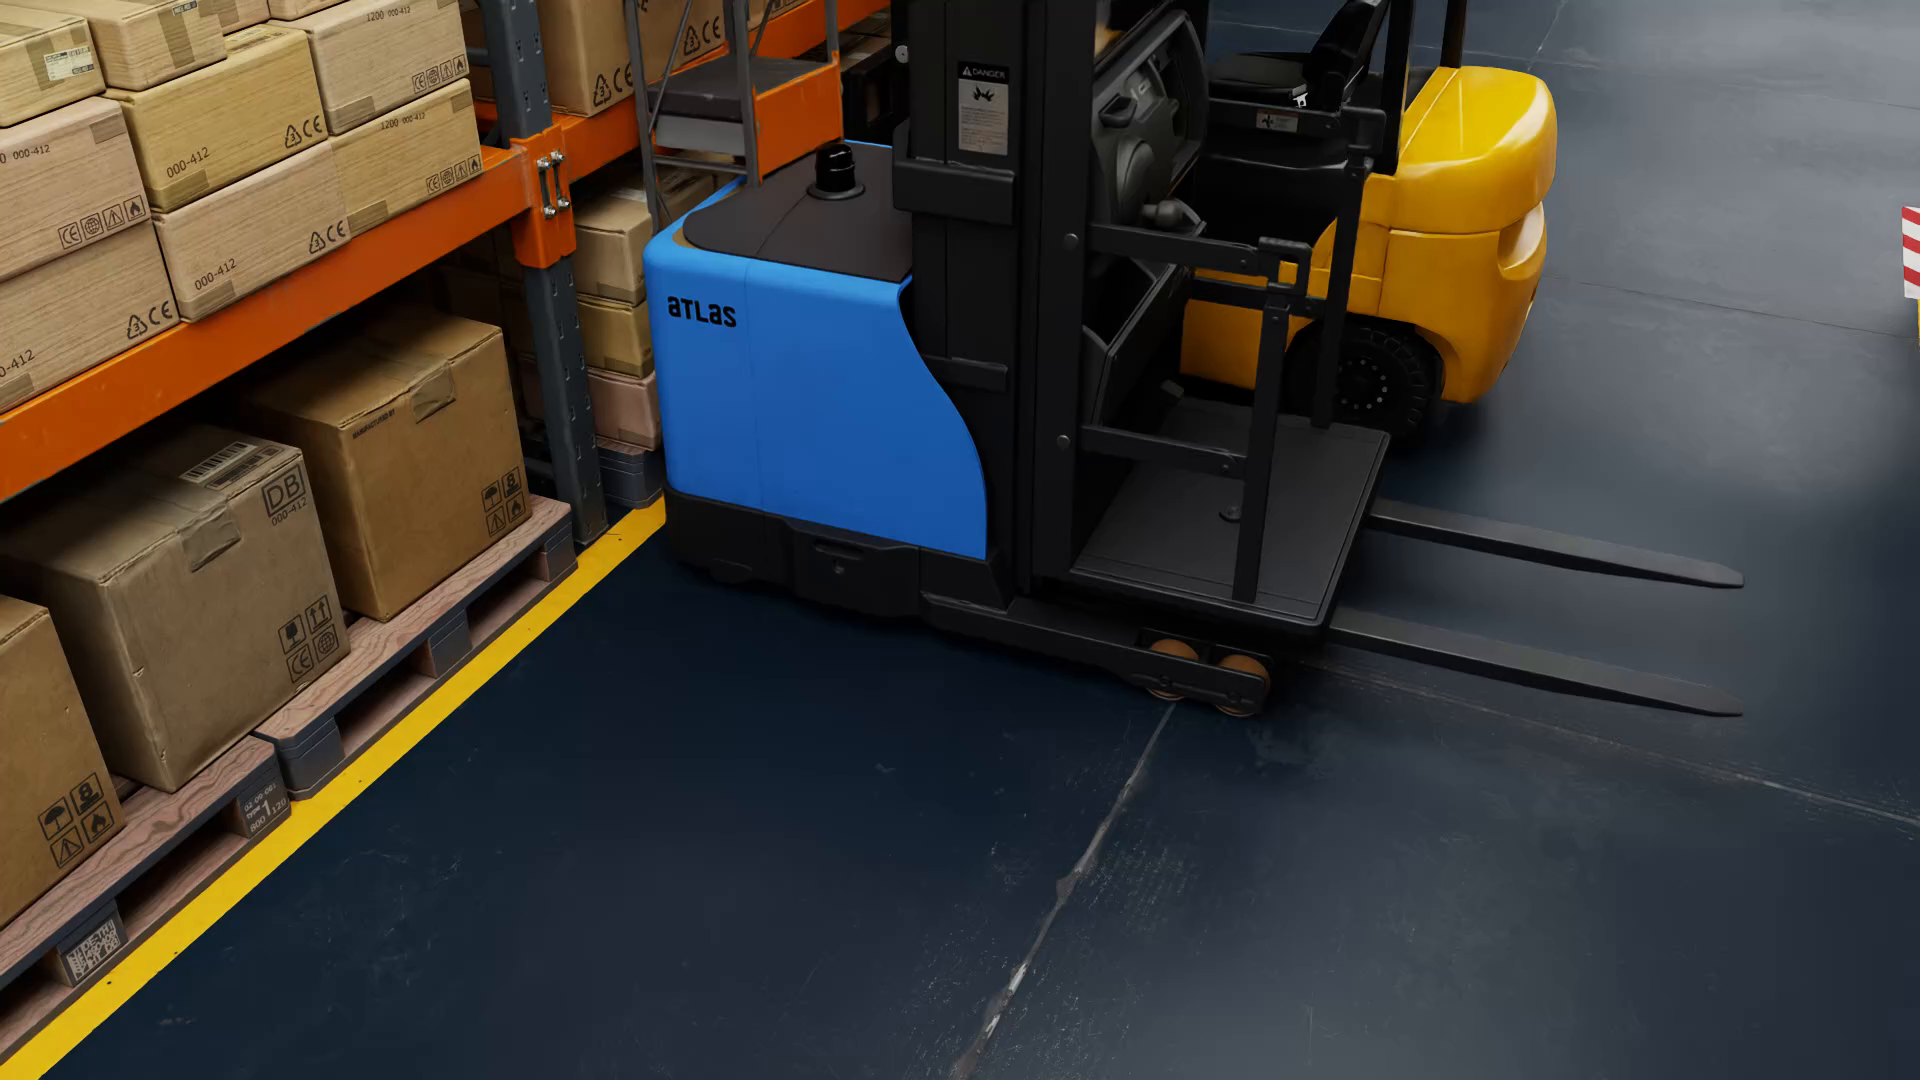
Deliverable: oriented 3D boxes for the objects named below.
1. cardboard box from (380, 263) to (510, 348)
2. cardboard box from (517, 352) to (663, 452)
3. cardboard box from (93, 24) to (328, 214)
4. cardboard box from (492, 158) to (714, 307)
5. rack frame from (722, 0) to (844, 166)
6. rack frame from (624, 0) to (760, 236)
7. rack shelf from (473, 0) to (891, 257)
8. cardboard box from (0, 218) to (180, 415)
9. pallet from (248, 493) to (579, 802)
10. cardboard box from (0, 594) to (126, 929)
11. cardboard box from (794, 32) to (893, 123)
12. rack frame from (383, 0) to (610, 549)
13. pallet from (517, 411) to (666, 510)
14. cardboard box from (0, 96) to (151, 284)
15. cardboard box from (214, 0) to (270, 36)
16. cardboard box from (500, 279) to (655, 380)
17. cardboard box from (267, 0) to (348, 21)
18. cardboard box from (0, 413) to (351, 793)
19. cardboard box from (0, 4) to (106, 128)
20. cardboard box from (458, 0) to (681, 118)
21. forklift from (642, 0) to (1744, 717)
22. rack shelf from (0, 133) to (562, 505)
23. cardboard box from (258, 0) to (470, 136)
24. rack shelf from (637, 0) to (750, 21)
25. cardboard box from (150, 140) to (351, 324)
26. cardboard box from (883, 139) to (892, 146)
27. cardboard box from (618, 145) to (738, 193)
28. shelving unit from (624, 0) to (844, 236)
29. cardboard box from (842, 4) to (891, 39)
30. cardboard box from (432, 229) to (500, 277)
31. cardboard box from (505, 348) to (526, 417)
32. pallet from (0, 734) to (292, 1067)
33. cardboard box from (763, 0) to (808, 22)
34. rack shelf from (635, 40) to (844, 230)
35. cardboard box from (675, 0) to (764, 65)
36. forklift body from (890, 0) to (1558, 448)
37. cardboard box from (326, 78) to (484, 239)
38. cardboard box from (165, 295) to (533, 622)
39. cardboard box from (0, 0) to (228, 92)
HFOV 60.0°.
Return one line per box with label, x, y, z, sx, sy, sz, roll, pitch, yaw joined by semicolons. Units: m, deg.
cardboard box;-1.579;-0.897;5.551;0.500;0.250;0.500;13;36;19
cardboard box;-1.094;-0.563;5.498;0.500;0.250;0.500;15;36;21
cardboard box;-1.779;-0.958;3.656;0.500;0.250;0.500;13;36;19
cardboard box;-1.109;-0.986;5.230;0.500;0.250;0.500;14;36;20
rack frame;-0.543;-1.305;5.228;0.400;2.100;0.015;12;32;23
rack frame;-0.758;-1.089;4.847;0.400;2.100;0.015;12;32;23
rack shelf;-0.760;-2.068;6.324;1.077;0.370;4.000;14;36;20
cardboard box;-2.011;-0.507;3.424;0.500;0.250;0.500;14;36;21
pallet;-1.869;0.169;4.799;1.003;0.211;1.213;14;36;20
cardboard box;-2.449;0.467;3.585;0.875;0.625;0.625;13;35;19
cardboard box;-0.462;-1.748;6.393;0.500;0.250;0.500;13;36;20
rack frame;-1.597;-1.373;4.608;1.000;3.000;0.127;14;36;20
pallet;-1.226;-0.593;5.962;1.003;0.211;1.213;14;36;20
cardboard box;-1.998;-0.705;3.270;0.500;0.250;0.500;15;36;21
cardboard box;-1.780;-1.222;3.696;0.380;0.149;0.250;14;36;20
cardboard box;-1.114;-0.778;5.369;0.500;0.250;0.500;14;36;20
cardboard box;-1.629;-1.332;3.863;0.380;0.149;0.250;14;36;20
cardboard box;-2.136;0.092;4.157;0.875;0.625;0.625;14;36;20
cardboard box;-1.936;-0.945;3.272;0.380;0.149;0.250;13;36;19
cardboard box;-1.174;-1.576;4.826;0.500;0.500;0.500;13;35;19
forklift;0.681;-1.077;4.219;3.031;2.935;1.130;12;35;18
rack shelf;-2.433;-0.076;3.286;1.077;0.370;4.000;14;36;20
cardboard box;-1.570;-1.216;4.050;0.500;0.250;0.500;13;36;19
rack shelf;-0.665;-1.798;4.705;0.431;0.518;0.480;12;32;23
cardboard box;-1.775;-0.747;3.791;0.500;0.250;0.500;14;36;20
cardboard box;-0.472;-1.528;6.513;0.500;0.250;0.500;14;36;20
cardboard box;-0.886;-1.238;5.615;0.500;0.250;0.500;14;36;21
shelving unit;-0.650;-1.197;5.037;0.431;2.100;0.503;12;32;23
cardboard box;-0.243;-1.999;6.775;0.500;0.250;0.500;15;36;21
cardboard box;-1.566;-1.106;5.414;0.500;0.250;0.500;15;36;21
cardboard box;-1.577;-0.687;5.686;0.500;0.250;0.500;15;36;21
pallet;-2.379;0.779;3.869;1.003;0.211;1.213;14;36;20
cardboard box;-0.760;-2.091;5.613;0.500;0.500;0.500;14;36;20
rack shelf;-0.650;-1.185;5.044;0.431;0.518;0.480;12;32;23
cardboard box;-0.971;-1.839;5.228;0.500;0.500;0.500;15;36;21
forklift body;0.941;-1.647;5.800;2.313;2.155;1.214;14;36;20
cardboard box;-1.570;-0.999;4.175;0.500;0.250;0.500;15;36;22
cardboard box;-1.805;-0.293;4.744;0.875;0.625;0.625;16;36;23
cardboard box;-1.769;-1.061;3.449;0.380;0.149;0.250;13;35;19
